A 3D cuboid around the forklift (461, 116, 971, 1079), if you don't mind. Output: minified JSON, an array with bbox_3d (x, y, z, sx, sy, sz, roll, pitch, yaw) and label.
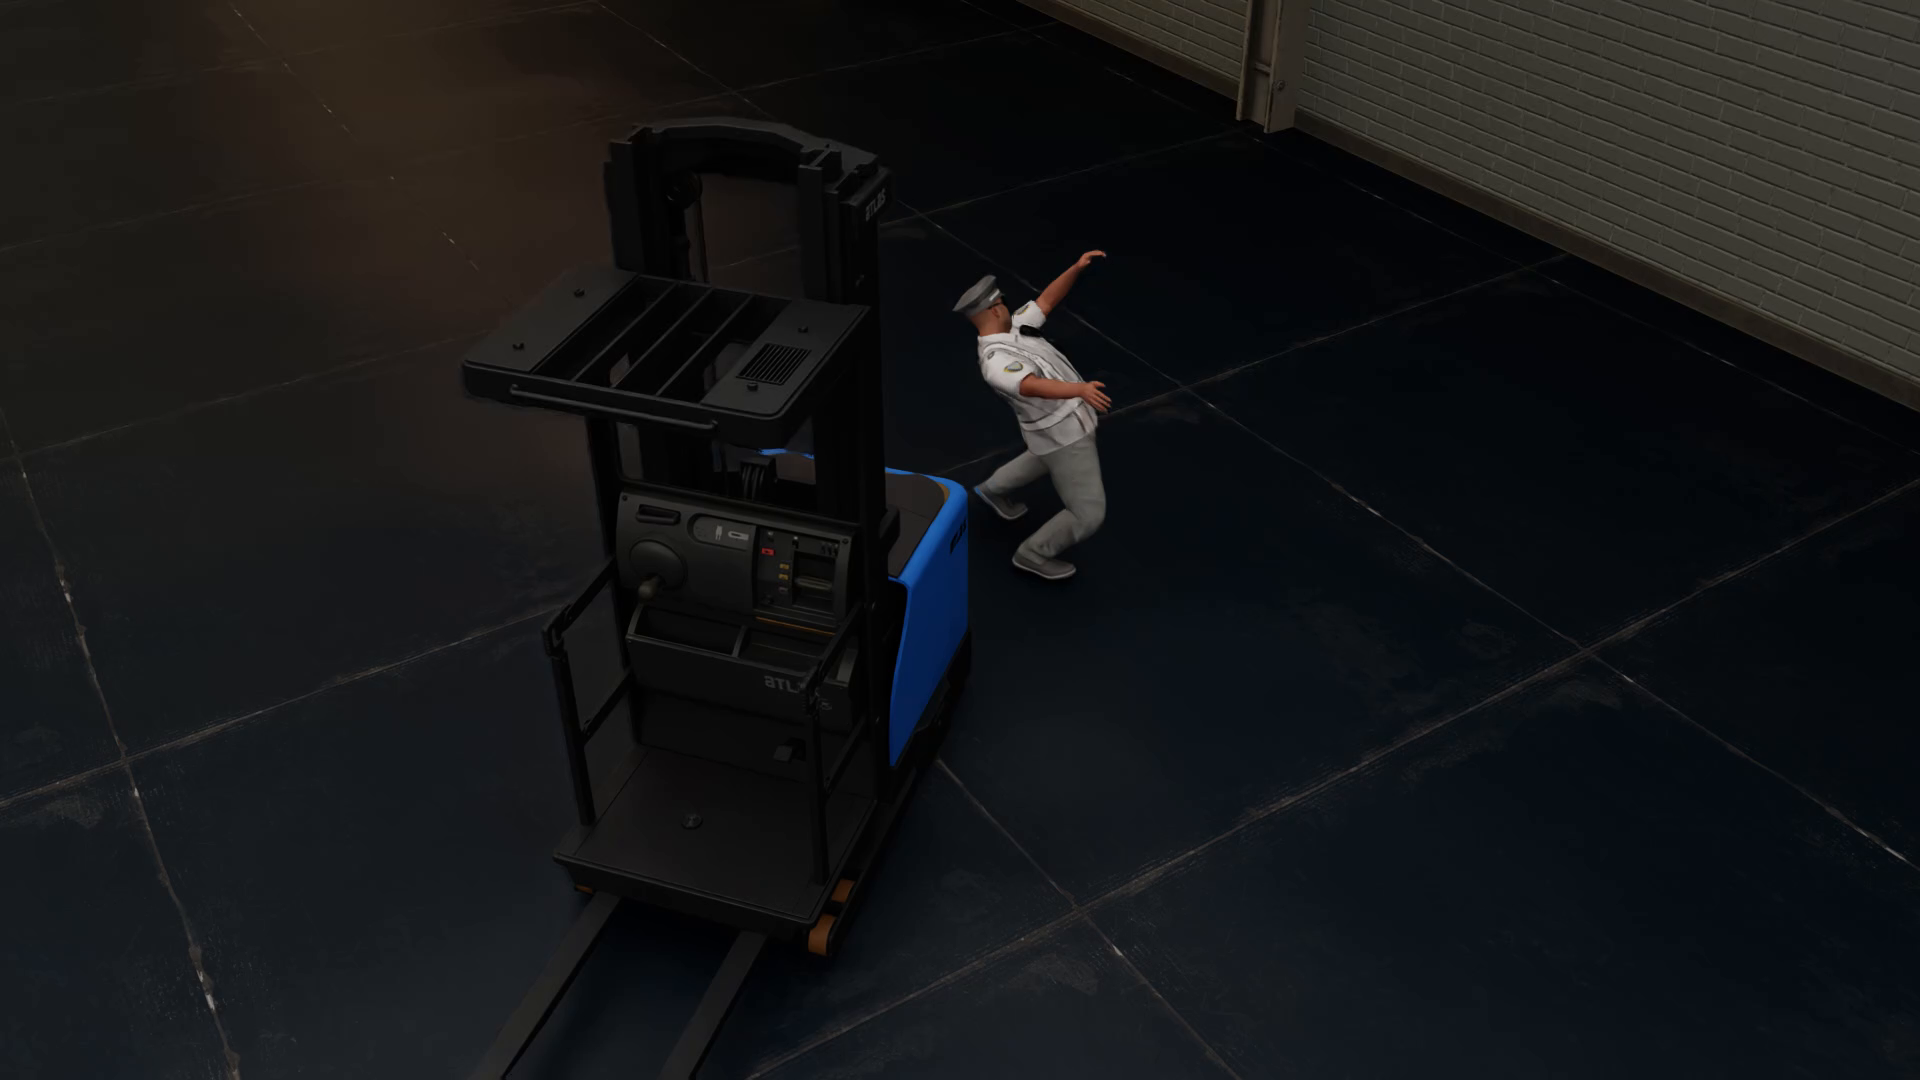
[{"bbox_3d":[-0.902,0.140,5.948,1.130,2.935,3.031,11,37,15],"label":"forklift"}]

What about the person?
[{"bbox_3d":[0.378,-0.502,8.008,0.737,1.594,1.072,-5,35,-8],"label":"person"}]
